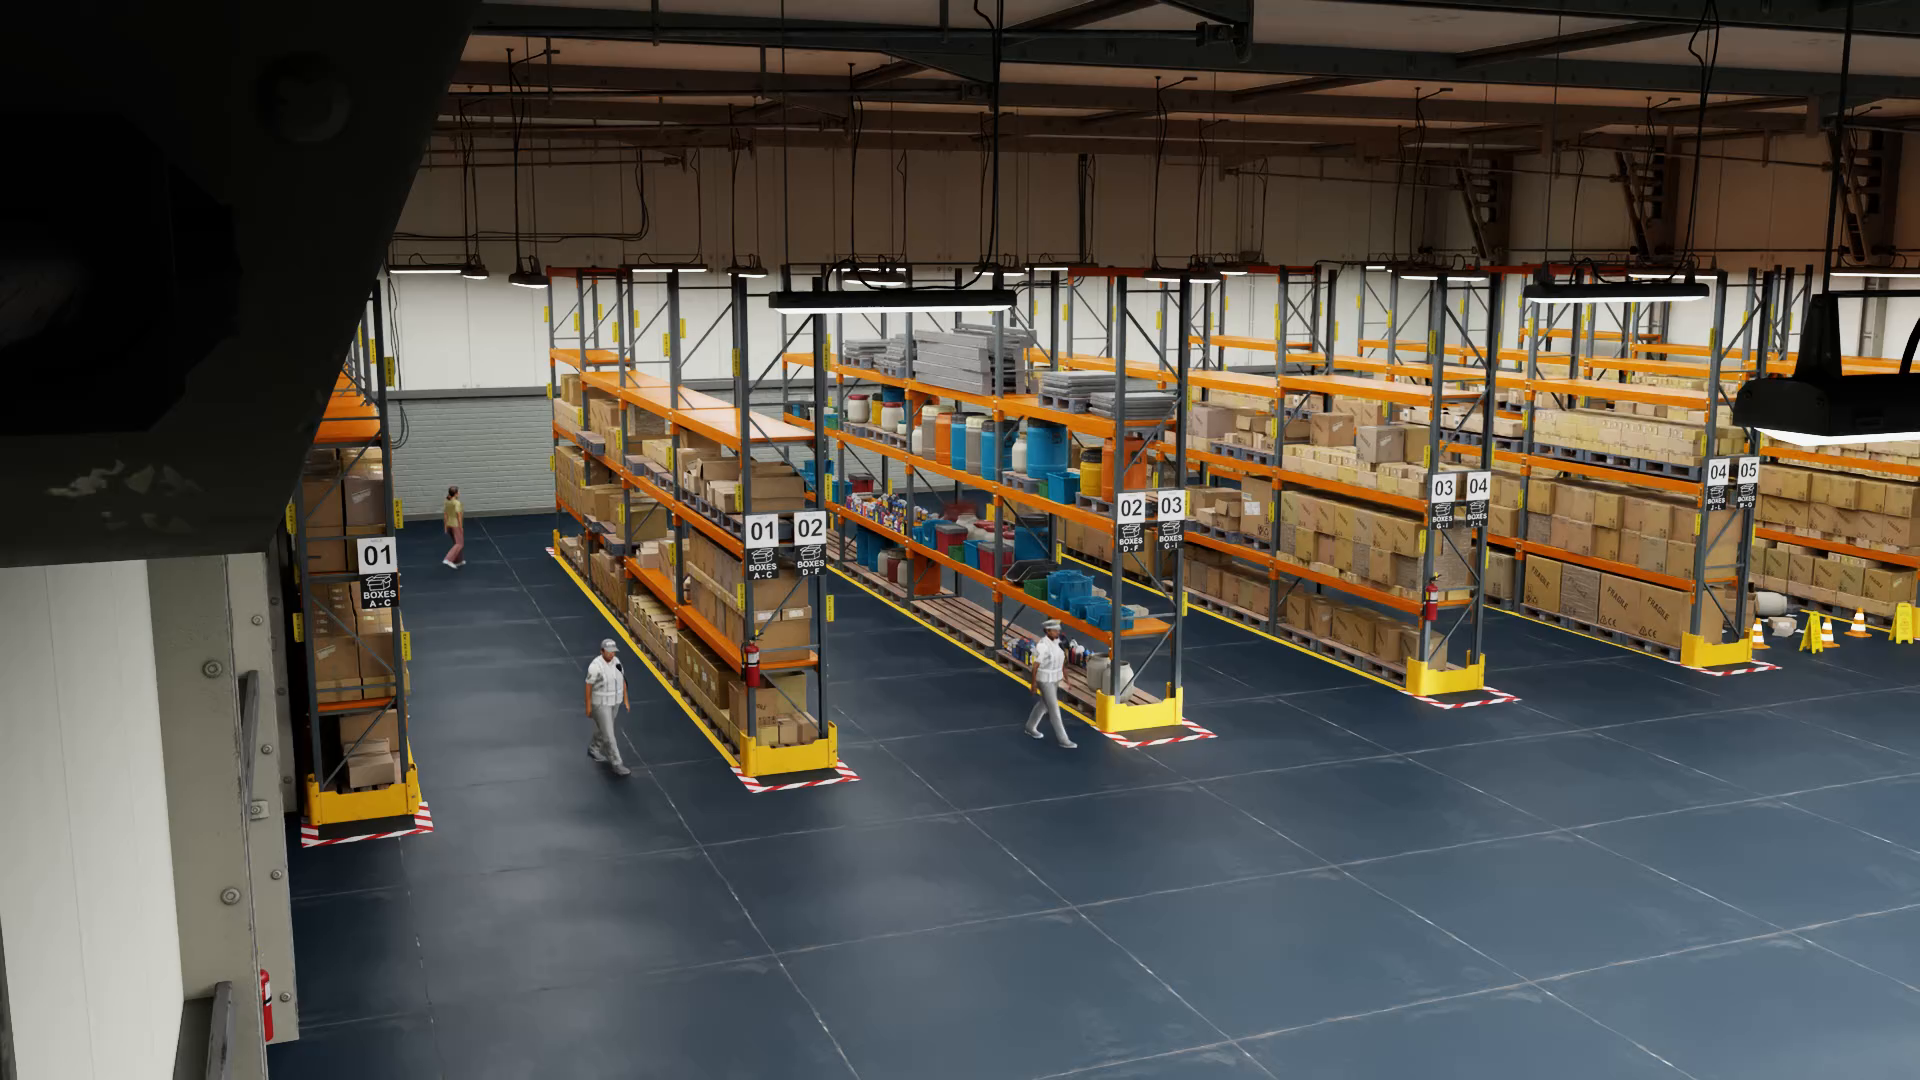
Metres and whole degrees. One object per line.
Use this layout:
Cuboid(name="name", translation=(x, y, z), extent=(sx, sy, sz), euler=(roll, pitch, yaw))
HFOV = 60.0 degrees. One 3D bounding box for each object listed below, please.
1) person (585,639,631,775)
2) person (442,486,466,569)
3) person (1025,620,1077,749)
Cuboid(name="person", translation=(-4.305, 2.002, 20.394), extent=(0.992, 1.607, 0.524), euler=(6, 12, 32))
Cuboid(name="person", translation=(-10.114, -0.233, 33.192), extent=(0.527, 1.622, 0.863), euler=(5, 11, 24))
Cuboid(name="person", translation=(1.197, 1.822, 21.398), extent=(0.965, 1.613, 0.510), euler=(7, 12, 34))
